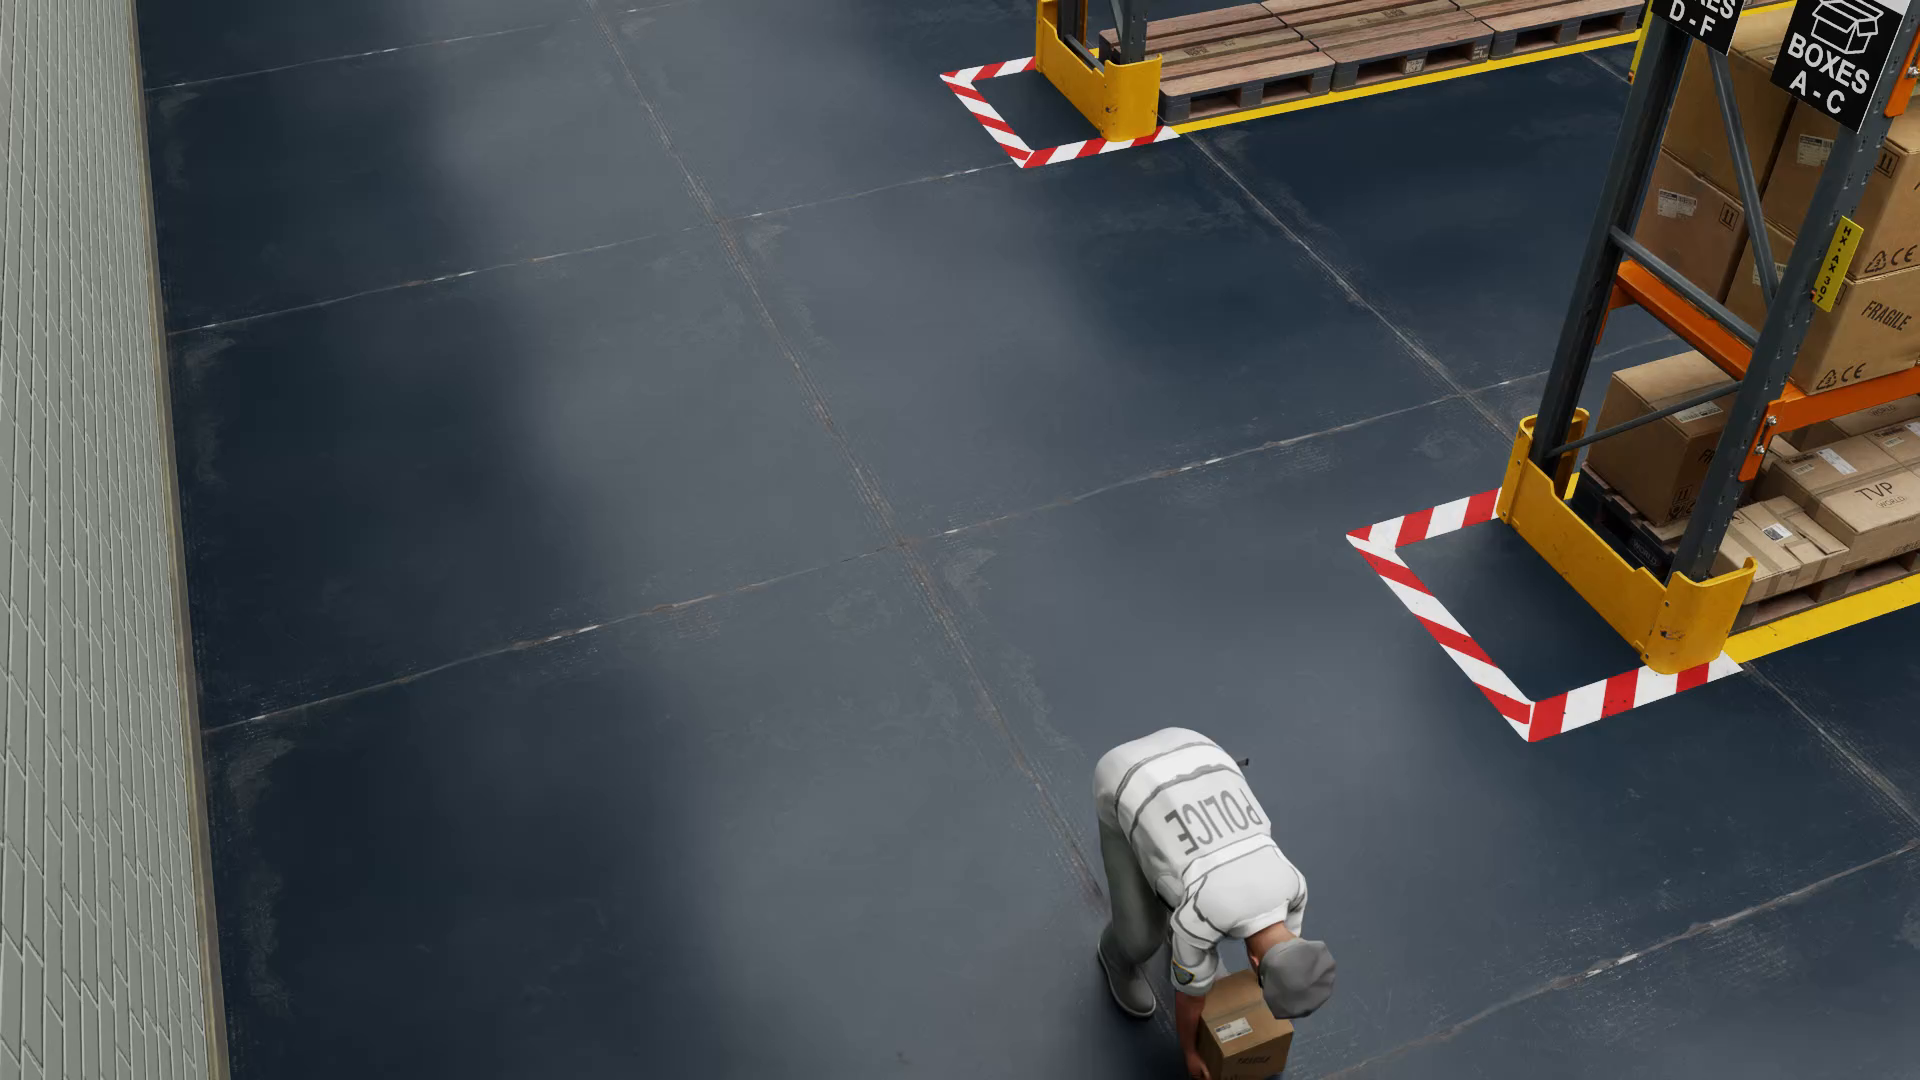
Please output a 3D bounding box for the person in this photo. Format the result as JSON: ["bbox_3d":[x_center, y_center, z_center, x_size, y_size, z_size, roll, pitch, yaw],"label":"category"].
[{"bbox_3d":[0.781,1.222,5.306,0.509,1.046,1.036,-17,44,-19],"label":"person"}]
